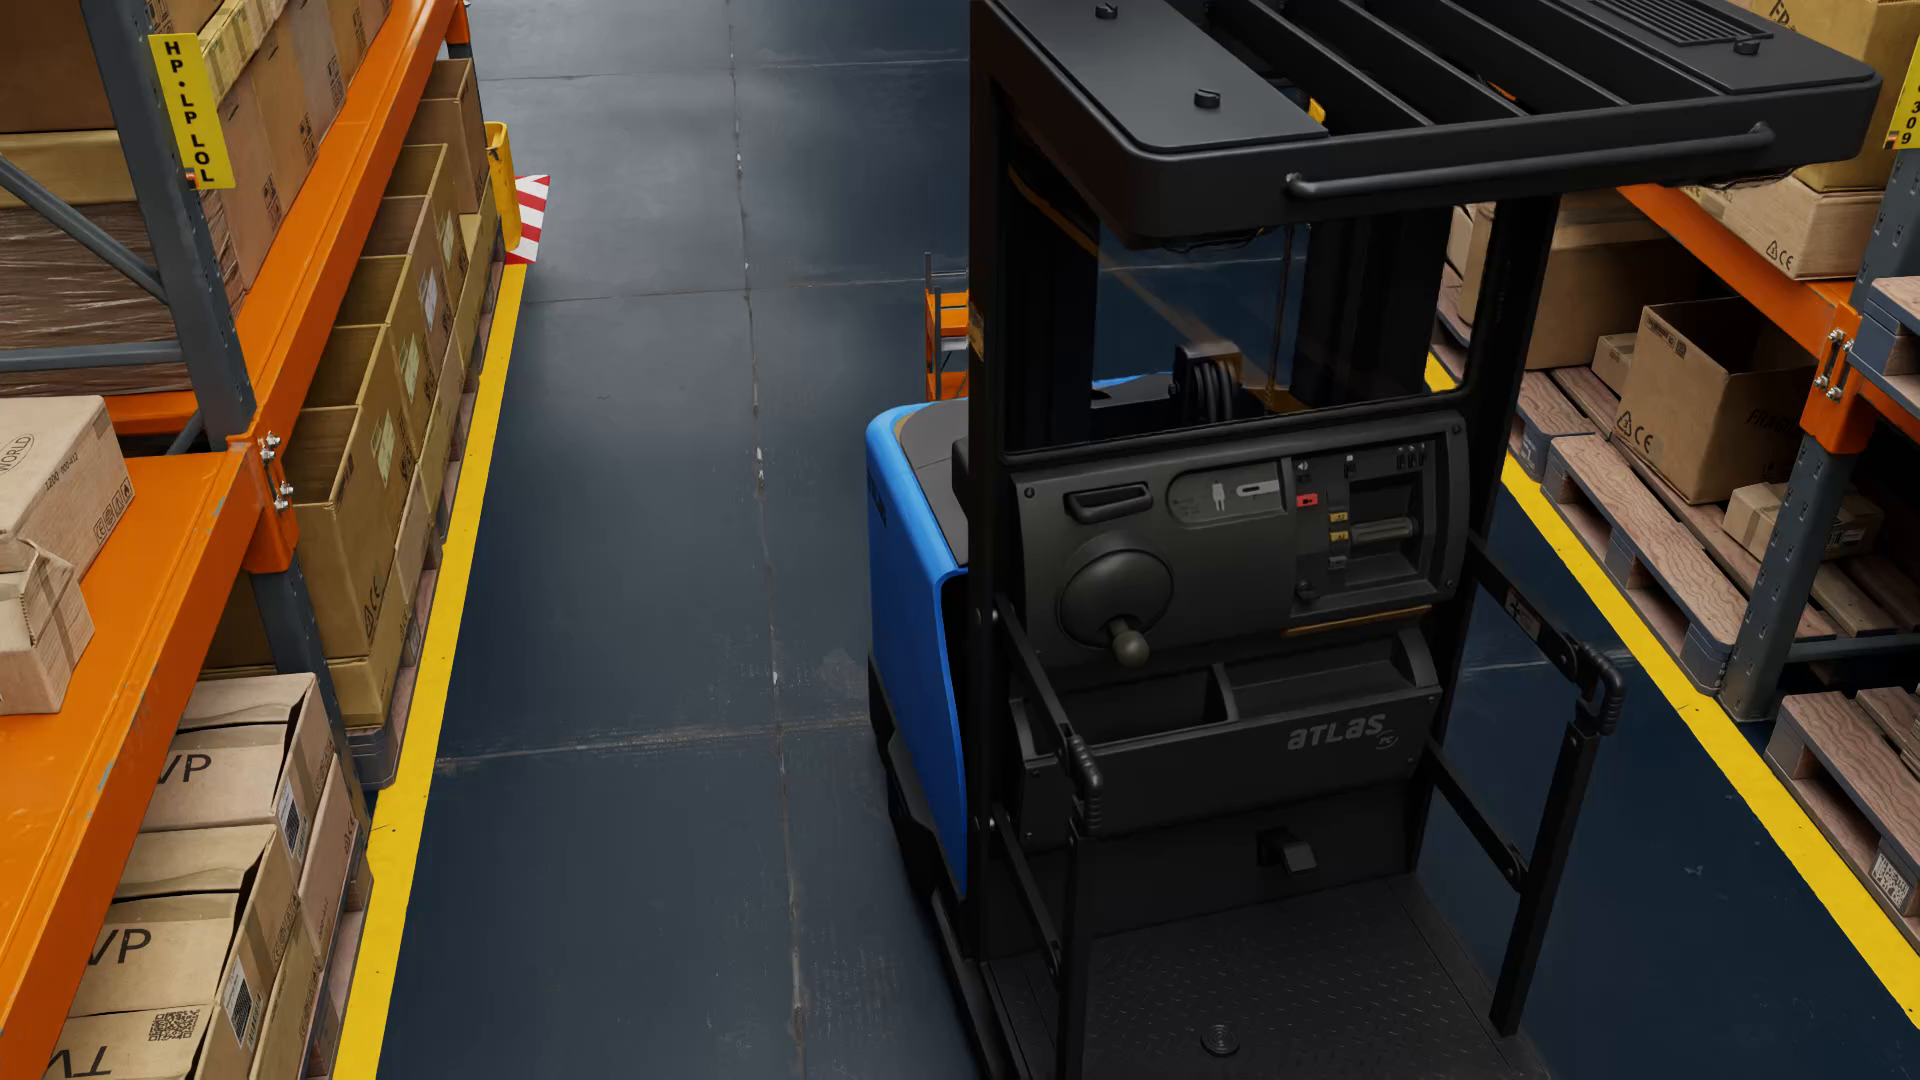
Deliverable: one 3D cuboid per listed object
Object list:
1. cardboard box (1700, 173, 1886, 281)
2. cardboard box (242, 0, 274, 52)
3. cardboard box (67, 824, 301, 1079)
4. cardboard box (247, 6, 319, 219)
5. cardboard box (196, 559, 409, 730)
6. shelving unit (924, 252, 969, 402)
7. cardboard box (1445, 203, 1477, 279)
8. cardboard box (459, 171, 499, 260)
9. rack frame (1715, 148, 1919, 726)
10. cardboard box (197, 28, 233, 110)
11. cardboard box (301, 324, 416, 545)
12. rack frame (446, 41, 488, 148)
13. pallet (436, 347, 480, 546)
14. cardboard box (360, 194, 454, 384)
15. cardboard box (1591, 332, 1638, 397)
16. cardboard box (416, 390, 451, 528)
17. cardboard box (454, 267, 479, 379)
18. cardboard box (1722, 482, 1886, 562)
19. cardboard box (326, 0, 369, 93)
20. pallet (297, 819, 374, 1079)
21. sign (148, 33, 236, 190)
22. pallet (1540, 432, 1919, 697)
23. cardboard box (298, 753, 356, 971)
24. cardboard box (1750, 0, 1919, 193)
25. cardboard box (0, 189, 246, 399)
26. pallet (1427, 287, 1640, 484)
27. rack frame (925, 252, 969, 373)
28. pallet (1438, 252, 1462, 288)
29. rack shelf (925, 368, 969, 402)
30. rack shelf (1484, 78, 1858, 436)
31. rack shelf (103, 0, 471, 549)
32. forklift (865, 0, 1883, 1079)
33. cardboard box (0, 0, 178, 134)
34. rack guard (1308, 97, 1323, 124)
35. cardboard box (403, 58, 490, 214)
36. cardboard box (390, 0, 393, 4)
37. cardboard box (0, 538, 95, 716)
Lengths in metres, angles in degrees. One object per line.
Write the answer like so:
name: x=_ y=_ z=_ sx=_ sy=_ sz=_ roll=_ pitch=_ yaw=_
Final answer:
cardboard box: x=2.430 y=-0.948 z=4.593 sx=0.500 sy=0.250 sz=0.500 roll=-4 pitch=35 yaw=-6
cardboard box: x=-2.097 y=-1.427 z=4.516 sx=0.380 sy=0.149 sz=0.250 roll=-5 pitch=35 yaw=-8
cardboard box: x=-1.699 y=0.842 z=3.422 sx=0.500 sy=0.311 sz=0.500 roll=-3 pitch=34 yaw=-5
cardboard box: x=-2.321 y=-1.246 z=4.826 sx=0.700 sy=0.500 sz=0.500 roll=-4 pitch=34 yaw=-6
cardboard box: x=-1.876 y=0.298 z=4.718 sx=0.500 sy=0.250 sz=0.500 roll=-4 pitch=35 yaw=-6
shelving unit: x=0.007 y=-0.404 z=5.411 sx=0.215 sy=1.050 sz=0.252 roll=-4 pitch=35 yaw=-6
cardboard box: x=2.337 y=-1.352 z=7.068 sx=0.500 sy=0.311 sz=0.500 roll=-2 pitch=34 yaw=-2
cardboard box: x=-2.287 y=-1.376 z=7.174 sx=0.500 sy=0.250 sz=0.500 roll=-4 pitch=35 yaw=-6
rack frame: x=2.794 y=-0.760 z=4.202 sx=1.000 sy=3.000 sz=0.127 roll=-4 pitch=35 yaw=-6
cardboard box: x=-2.029 y=-1.141 z=4.096 sx=0.380 sy=0.149 sz=0.250 roll=-5 pitch=35 yaw=-8
cardboard box: x=-1.941 y=-0.291 z=4.917 sx=0.500 sy=0.500 sz=0.500 roll=-4 pitch=35 yaw=-6
rack frame: x=-2.652 y=-2.615 z=6.924 sx=1.000 sy=3.000 sz=0.127 roll=-4 pitch=35 yaw=-6
pallet: x=-2.347 y=-0.360 z=6.091 sx=1.003 sy=0.211 sz=1.213 roll=-4 pitch=35 yaw=-6
cardboard box: x=-2.070 y=-0.850 z=5.736 sx=0.500 sy=0.500 sz=0.500 roll=-4 pitch=35 yaw=-6
cardboard box: x=2.599 y=-0.658 z=6.193 sx=0.380 sy=0.149 sz=0.250 roll=-7 pitch=35 yaw=-10
cardboard box: x=-2.000 y=-0.261 z=5.538 sx=0.500 sy=0.250 sz=0.500 roll=-4 pitch=35 yaw=-6
cardboard box: x=-2.139 y=-0.819 z=6.356 sx=0.500 sy=0.250 sz=0.500 roll=-4 pitch=35 yaw=-6
cardboard box: x=2.692 y=-0.068 z=5.311 sx=0.380 sy=0.166 sz=0.250 roll=-9 pitch=35 yaw=-13
cardboard box: x=-2.465 y=-1.825 z=5.675 sx=0.700 sy=0.500 sz=0.500 roll=-4 pitch=34 yaw=-6
pallet: x=-1.976 y=1.177 z=3.835 sx=1.003 sy=0.211 sz=1.213 roll=-4 pitch=35 yaw=-6
sign: x=-1.578 y=-0.875 z=3.413 sx=0.100 sy=0.325 sz=0.005 roll=-4 pitch=35 yaw=-6
pallet: x=2.669 y=0.020 z=5.533 sx=1.003 sy=0.211 sz=1.213 roll=-4 pitch=35 yaw=-6
cardboard box: x=-1.771 y=0.789 z=3.997 sx=0.500 sy=0.250 sz=0.500 roll=-5 pitch=35 yaw=-7
cardboard box: x=2.424 y=-1.257 z=4.380 sx=0.500 sy=0.500 sz=0.500 roll=-4 pitch=35 yaw=-6
cardboard box: x=-2.180 y=-0.672 z=3.983 sx=0.700 sy=0.500 sz=0.500 roll=-5 pitch=35 yaw=-8
pallet: x=2.501 y=-0.662 z=6.535 sx=1.003 sy=0.211 sz=1.213 roll=-4 pitch=35 yaw=-6
rack frame: x=-0.009 y=-0.472 z=5.510 sx=0.200 sy=1.050 sz=0.008 roll=-4 pitch=35 yaw=-6
pallet: x=2.341 y=-1.342 z=7.531 sx=1.003 sy=0.211 sz=1.213 roll=-4 pitch=35 yaw=-6
rack shelf: x=0.007 y=-0.395 z=5.416 sx=0.215 sy=0.259 sz=0.240 roll=-4 pitch=35 yaw=-6
rack shelf: x=2.525 y=-1.579 z=6.042 sx=1.077 sy=0.370 sz=4.000 roll=-4 pitch=35 yaw=-6
rack shelf: x=-2.383 y=-1.202 z=5.489 sx=1.077 sy=0.370 sz=4.000 roll=-4 pitch=35 yaw=-6
forklift: x=0.618 y=0.062 z=3.056 sx=1.130 sy=2.935 sz=3.031 roll=-9 pitch=35 yaw=-13
cardboard box: x=-2.180 y=-1.208 z=3.618 sx=0.700 sy=0.500 sz=0.500 roll=-4 pitch=34 yaw=-6
rack guard: x=2.266 y=-1.917 z=8.119 sx=1.175 sy=0.500 sz=0.348 roll=-4 pitch=35 yaw=-6
cardboard box: x=-2.285 y=-1.686 z=6.963 sx=0.500 sy=0.500 sz=0.500 roll=-4 pitch=35 yaw=-6
cardboard box: x=-2.602 y=-2.395 z=6.512 sx=0.700 sy=0.500 sz=0.500 roll=-4 pitch=35 yaw=-6
cardboard box: x=-1.814 y=0.149 z=2.987 sx=0.396 sy=0.266 sz=0.258 roll=-5 pitch=35 yaw=-8
